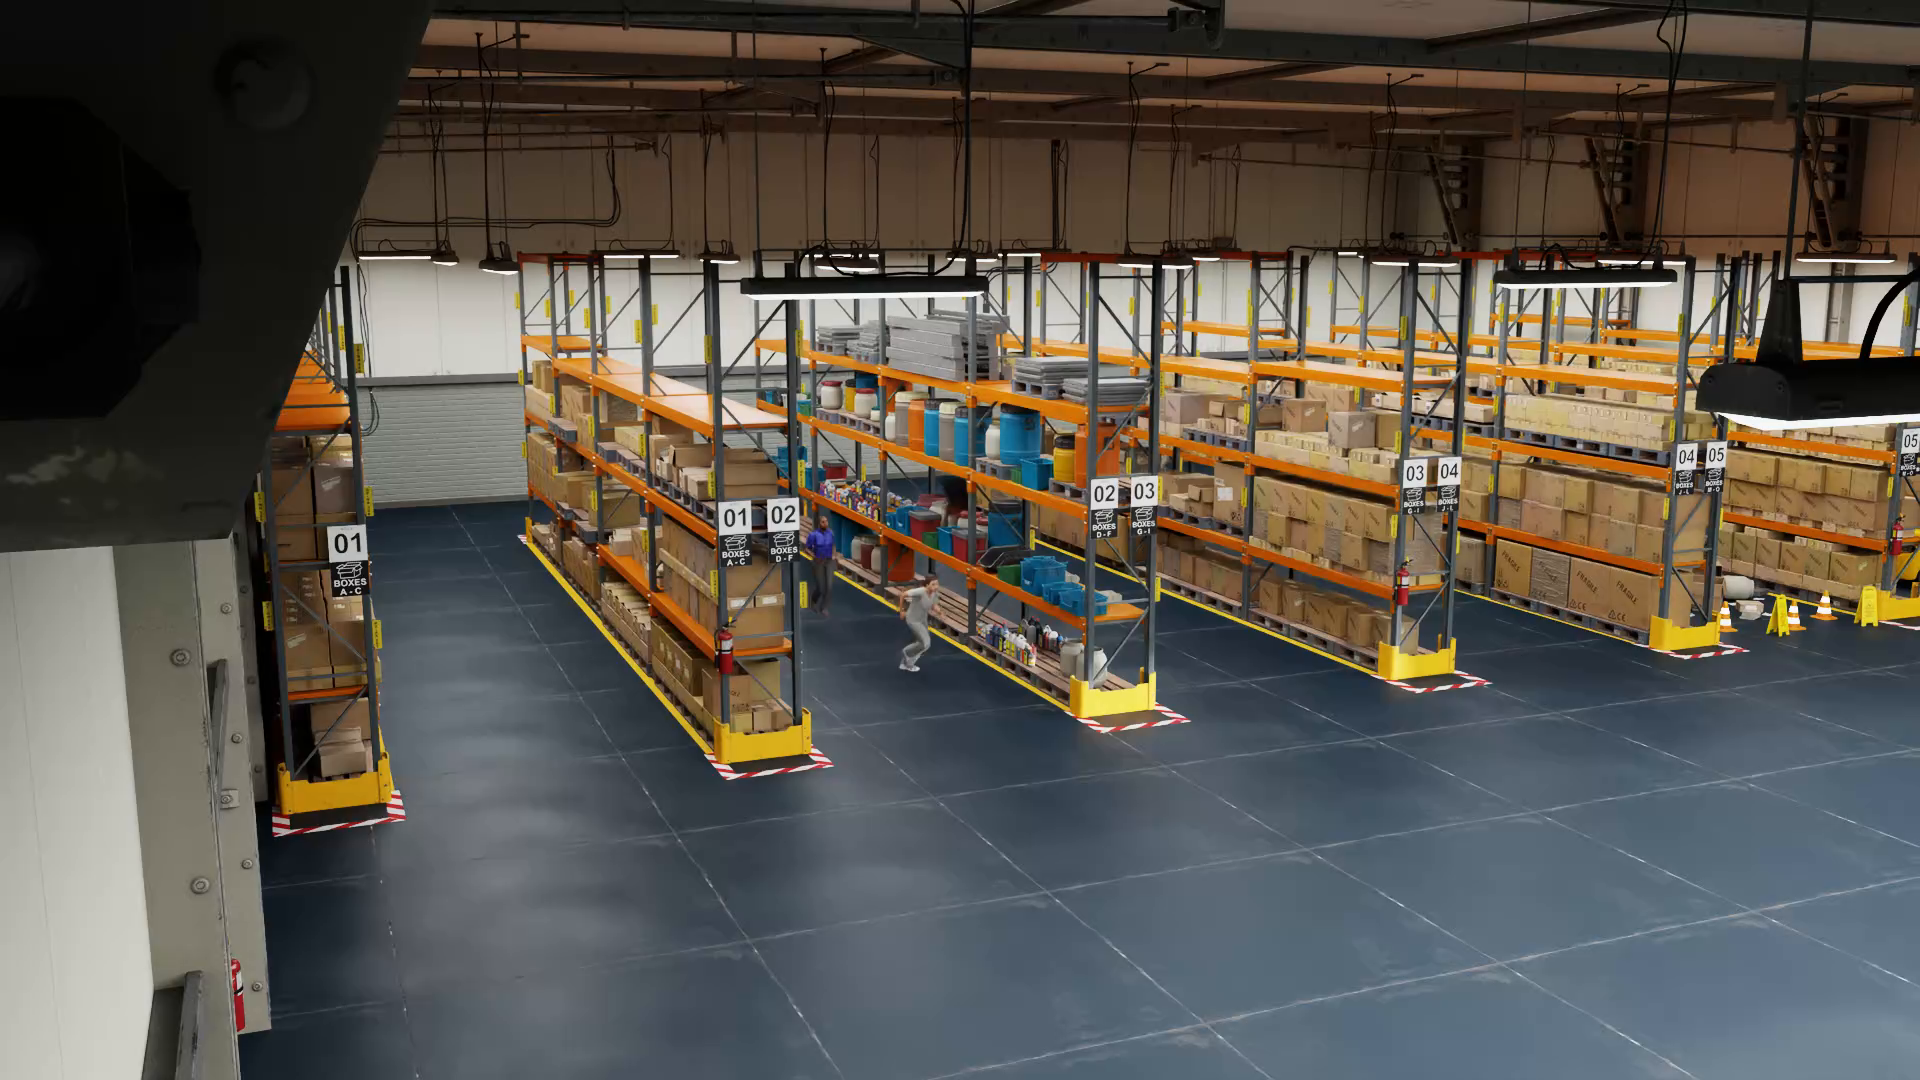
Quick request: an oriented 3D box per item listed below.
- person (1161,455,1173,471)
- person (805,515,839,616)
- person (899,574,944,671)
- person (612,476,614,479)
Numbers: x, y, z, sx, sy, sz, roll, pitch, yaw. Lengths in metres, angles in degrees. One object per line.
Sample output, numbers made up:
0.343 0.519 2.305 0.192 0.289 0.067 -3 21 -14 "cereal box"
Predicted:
5.322 -2.133 41.985 0.632 1.787 0.754 10 14 43 "person"
-2.205 0.400 26.746 0.562 1.621 0.534 -6 12 -31 "person"
-0.588 1.210 23.983 0.817 1.511 0.590 10 14 42 "person"
-7.655 -1.033 35.880 0.559 1.749 0.691 5 12 27 "person"
